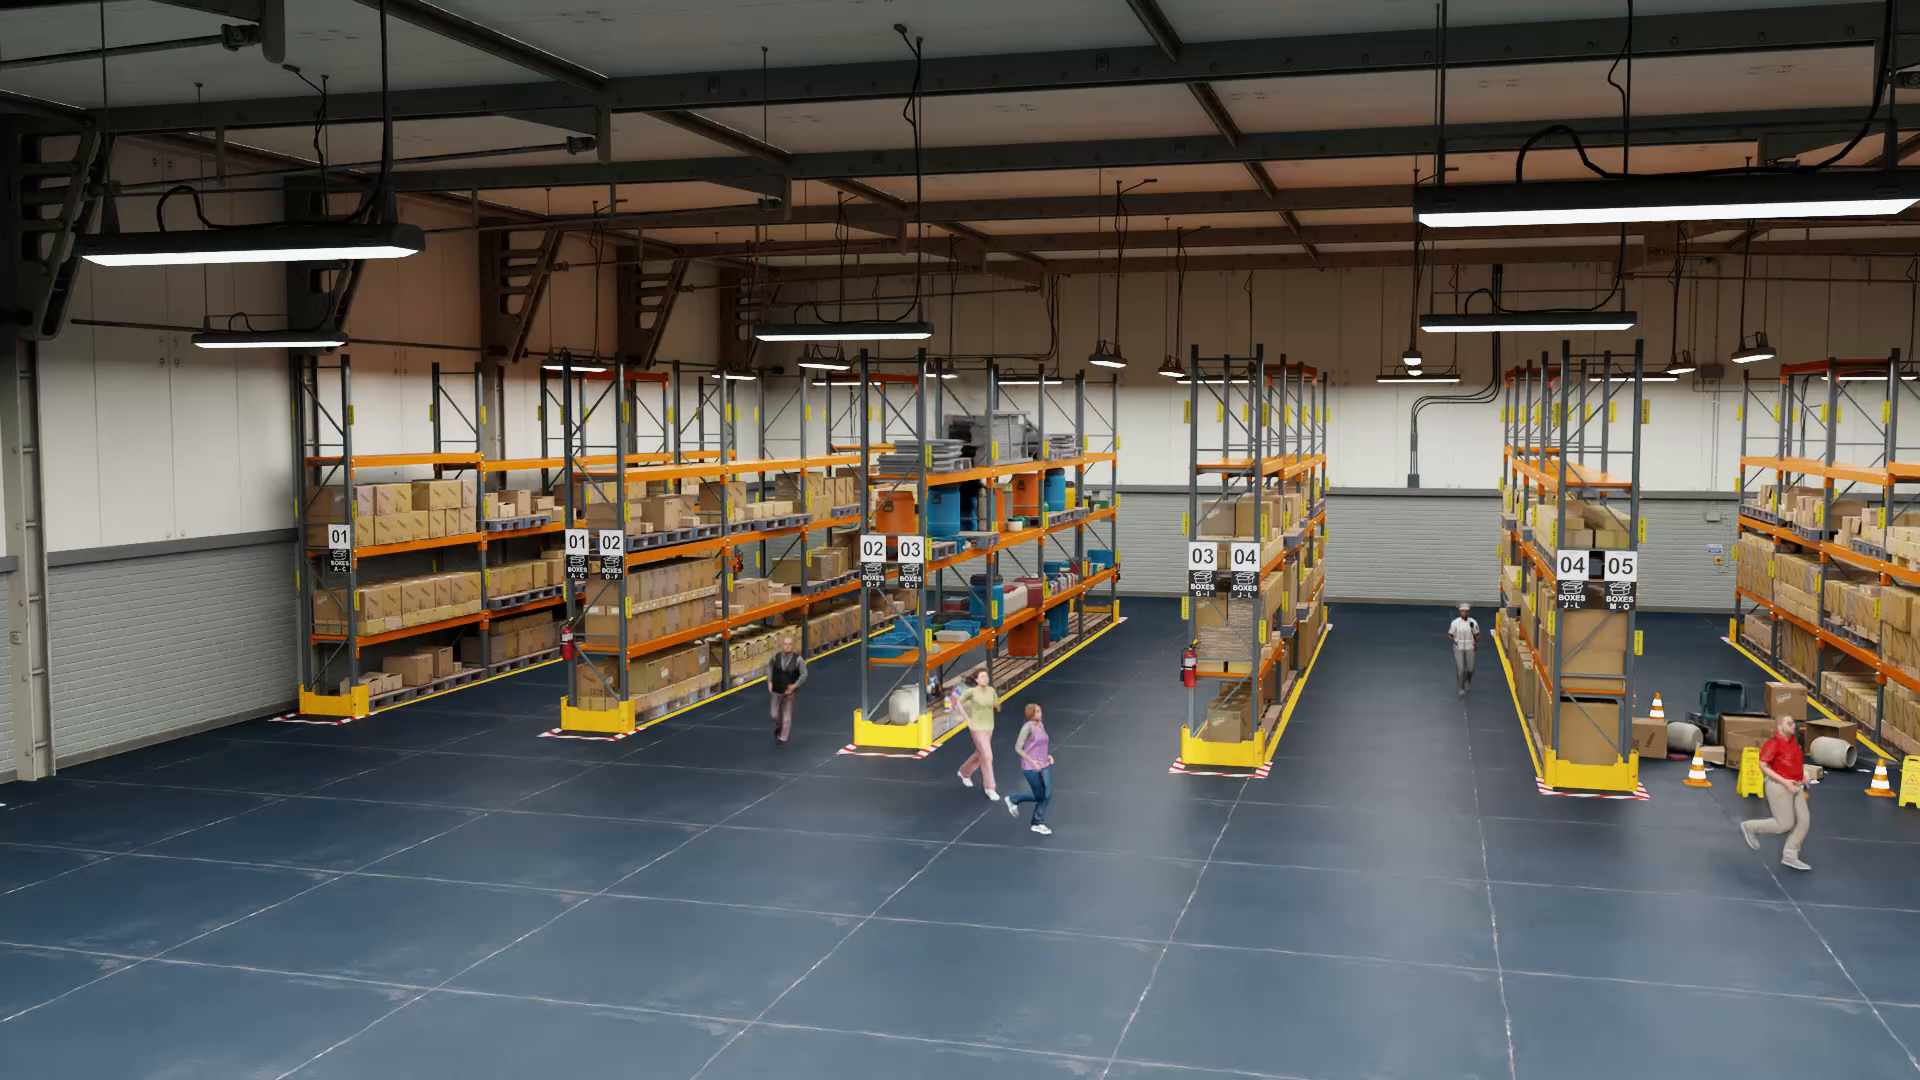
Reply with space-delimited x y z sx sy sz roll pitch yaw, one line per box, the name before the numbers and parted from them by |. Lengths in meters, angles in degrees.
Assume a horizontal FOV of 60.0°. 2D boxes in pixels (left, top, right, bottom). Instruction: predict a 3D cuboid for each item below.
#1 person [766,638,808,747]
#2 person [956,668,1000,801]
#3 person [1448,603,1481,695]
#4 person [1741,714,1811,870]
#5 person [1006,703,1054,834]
person | -2.630 2.299 25.062 0.665 1.660 0.527 0 4 4
person | 0.286 2.520 21.951 0.558 1.693 0.894 -3 5 -38
person | 9.001 1.955 29.671 0.571 1.641 0.572 1 4 12
person | 9.143 2.779 18.524 0.663 1.700 0.752 -3 5 -34
person | 0.872 2.733 20.004 0.574 1.564 0.536 3 5 37
